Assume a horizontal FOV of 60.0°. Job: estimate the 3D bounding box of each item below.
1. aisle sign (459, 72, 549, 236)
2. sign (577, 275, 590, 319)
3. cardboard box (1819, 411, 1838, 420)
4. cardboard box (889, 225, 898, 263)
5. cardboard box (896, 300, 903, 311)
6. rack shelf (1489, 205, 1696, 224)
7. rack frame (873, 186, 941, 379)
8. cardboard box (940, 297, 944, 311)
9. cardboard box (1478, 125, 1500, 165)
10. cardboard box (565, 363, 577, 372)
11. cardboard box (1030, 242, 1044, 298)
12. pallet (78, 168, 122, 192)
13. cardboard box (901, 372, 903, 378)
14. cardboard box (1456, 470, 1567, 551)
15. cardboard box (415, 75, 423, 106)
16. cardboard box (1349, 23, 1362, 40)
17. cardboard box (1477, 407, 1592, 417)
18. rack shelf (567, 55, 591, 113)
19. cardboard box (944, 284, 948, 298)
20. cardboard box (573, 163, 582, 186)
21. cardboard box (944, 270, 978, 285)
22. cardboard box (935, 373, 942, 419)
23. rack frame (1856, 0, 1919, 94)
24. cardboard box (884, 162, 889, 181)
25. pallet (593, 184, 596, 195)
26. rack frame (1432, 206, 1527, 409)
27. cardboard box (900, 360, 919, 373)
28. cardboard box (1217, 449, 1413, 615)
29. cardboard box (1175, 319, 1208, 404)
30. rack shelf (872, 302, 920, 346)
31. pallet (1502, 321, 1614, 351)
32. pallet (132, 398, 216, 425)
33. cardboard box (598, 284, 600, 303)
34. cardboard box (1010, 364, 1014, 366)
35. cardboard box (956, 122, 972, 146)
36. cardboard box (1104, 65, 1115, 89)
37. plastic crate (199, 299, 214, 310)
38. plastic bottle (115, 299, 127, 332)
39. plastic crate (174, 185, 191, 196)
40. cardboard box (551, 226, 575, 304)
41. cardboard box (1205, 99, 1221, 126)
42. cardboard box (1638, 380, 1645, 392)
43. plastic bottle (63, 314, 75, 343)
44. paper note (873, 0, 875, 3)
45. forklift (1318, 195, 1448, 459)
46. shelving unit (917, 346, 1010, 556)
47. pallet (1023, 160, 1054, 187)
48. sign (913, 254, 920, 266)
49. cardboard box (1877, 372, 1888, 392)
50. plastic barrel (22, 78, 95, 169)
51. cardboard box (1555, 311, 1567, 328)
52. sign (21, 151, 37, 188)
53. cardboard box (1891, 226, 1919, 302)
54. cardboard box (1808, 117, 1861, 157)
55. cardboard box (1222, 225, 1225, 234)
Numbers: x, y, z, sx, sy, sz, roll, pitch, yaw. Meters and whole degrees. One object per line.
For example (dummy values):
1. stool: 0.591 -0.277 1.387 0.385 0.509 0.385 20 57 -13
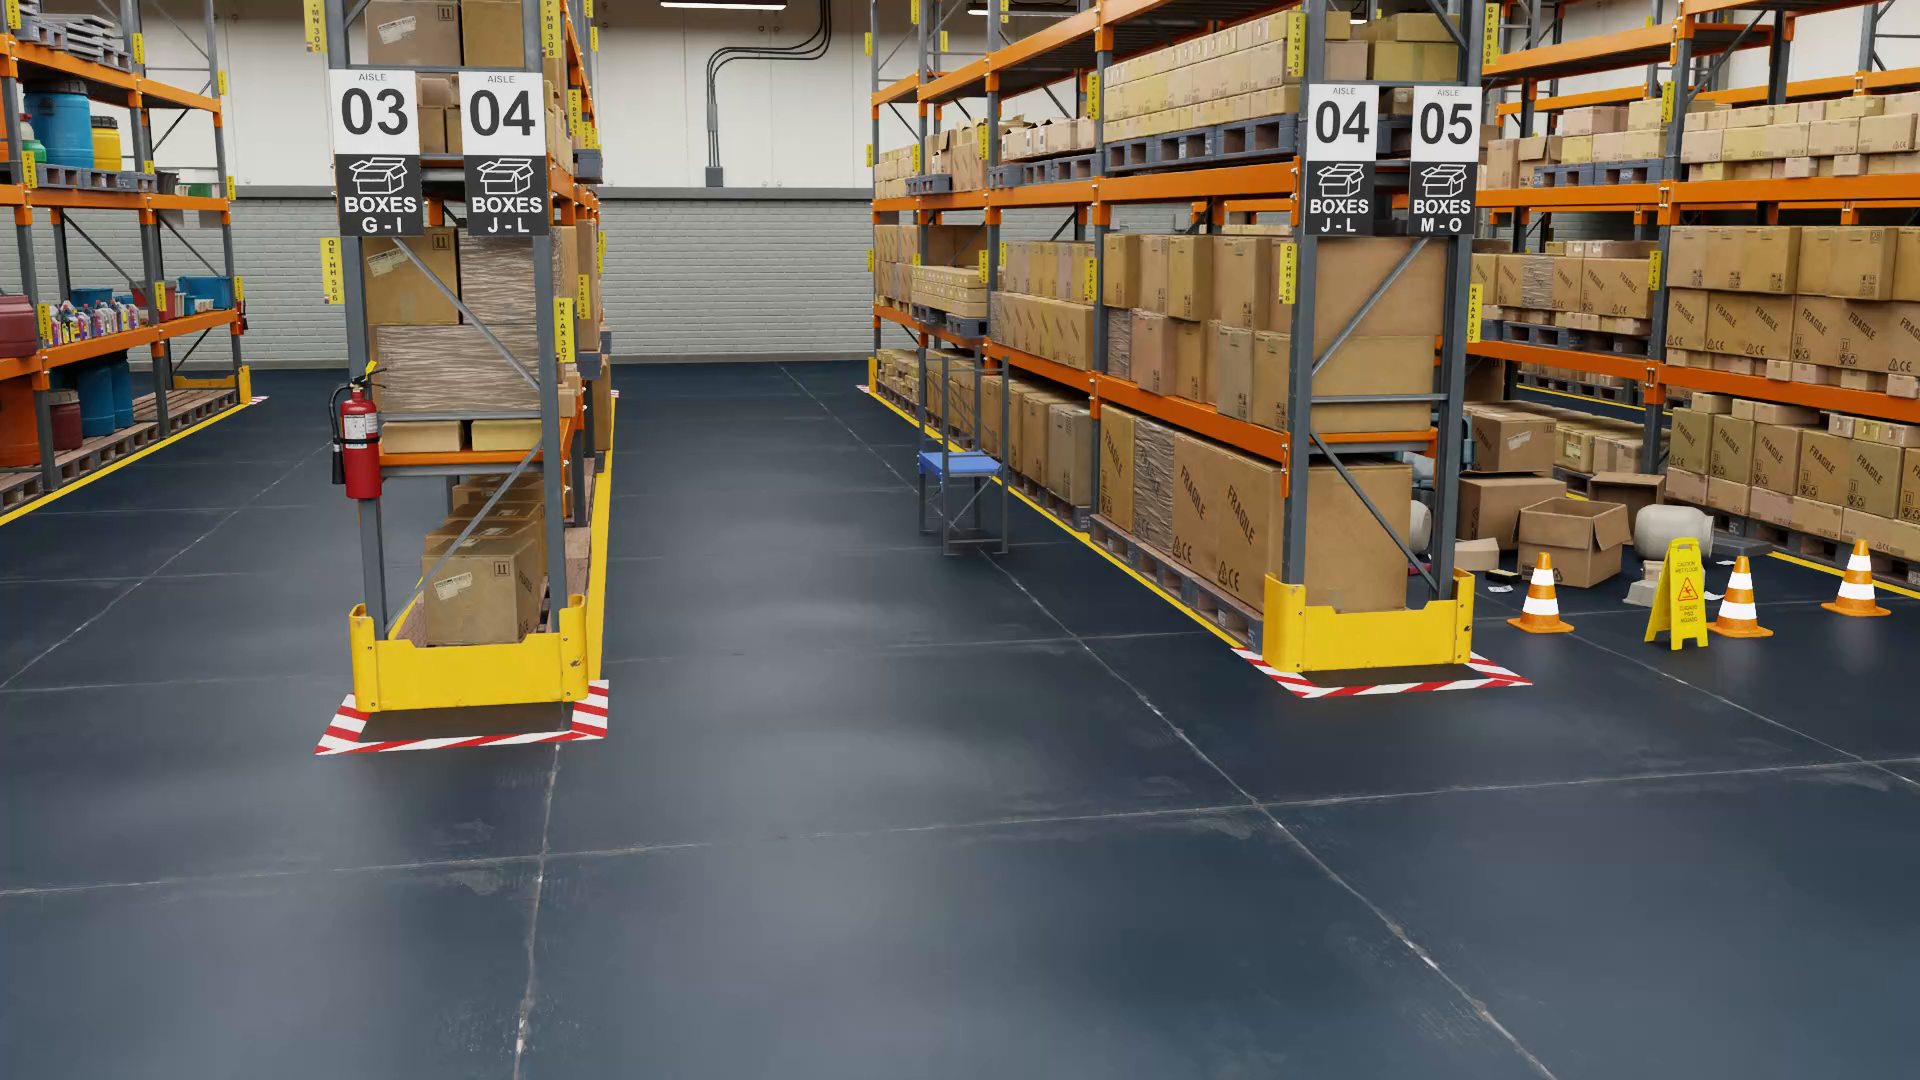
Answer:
1. aisle sign: -2.249 -1.902 8.213 0.394 0.787 0.004 -2 11 -11
2. sign: -2.802 -1.805 12.343 0.100 0.325 0.005 -2 11 -11
3. cardboard box: 6.867 -0.751 13.345 0.500 0.500 0.500 -2 11 -10
4. cardboard box: -0.669 -4.034 22.632 0.500 0.500 0.500 -2 11 -13
5. cardboard box: -0.664 -3.192 22.619 0.380 0.149 0.250 -2 11 -10
6. rack shelf: 9.311 -4.855 24.581 1.077 0.370 4.000 -2 11 -11
7. rack frame: -0.782 -3.721 24.726 1.000 3.000 0.127 -2 11 -11
8. cardboard box: -0.017 -2.646 18.626 0.380 0.149 0.250 -2 11 -9
9. cardboard box: 5.388 -4.247 18.066 0.797 0.503 0.637 -3 11 -15
10. cardboard box: -3.003 -1.207 12.185 0.380 0.149 0.250 -2 11 -11
11. cardboard box: 1.053 -2.525 15.499 0.700 0.500 0.500 -2 11 -12
12. pallet: -9.276 -3.679 16.984 1.003 0.211 1.213 -2 11 -11
13. cardboard box: -0.618 -2.330 23.119 0.380 0.149 0.250 -2 11 -8
14. cardboard box: 4.151 -0.227 12.681 0.797 0.637 0.503 -2 11 -11
15. cardboard box: -2.915 -2.260 8.363 0.380 0.149 0.250 -2 11 -11
16. cardboard box: 2.479 -2.950 9.799 0.380 0.149 0.250 -2 11 -12
17. cardboard box: 5.861 -1.129 17.011 0.950 0.372 0.625 -2 11 -12
18. rack shelf: -4.500 -4.856 17.638 1.077 0.370 4.000 -2 11 -11
19. cardboard box: 0.030 -2.746 18.354 0.380 0.149 0.250 -2 11 -11
20. cardboard box: -3.573 -3.231 14.530 0.500 0.250 0.500 -2 11 -9
21. cardboard box: 0.035 -2.890 18.316 0.380 0.149 0.250 -2 11 -11
22. cardboard box: -0.016 -1.724 19.794 0.500 0.500 0.500 -2 11 -8
23. rack frame: 10.478 -5.581 18.452 1.000 3.000 0.127 -2 11 -11
24. cardboard box: -0.763 -5.088 22.949 0.500 0.250 0.500 -2 11 -10
25. pallet: -5.272 -4.630 21.713 1.003 0.211 1.213 -2 11 -11
26. rack frame: 5.610 -2.453 18.061 1.000 3.000 0.127 -2 11 -11
27. cardboard box: -0.590 -2.329 22.322 0.380 0.149 0.250 -3 11 -14
28. cardboard box: 2.133 -0.071 10.109 0.875 0.875 0.875 -2 11 -11
29. cardboard box: 1.955 -1.230 11.236 0.875 0.550 0.500 -2 11 -11
30. rack shelf: -0.393 -3.001 22.866 1.077 0.370 4.000 -2 11 -11
31. pallet: 6.035 -1.997 16.179 1.003 0.211 1.213 -2 11 -11
32. pallet: -10.169 -1.634 21.215 1.003 0.211 1.213 -2 11 -11
33. cardboard box: -4.922 -3.180 21.489 0.500 0.250 0.500 -2 11 -10
34. cardboard box: 0.779 -1.829 18.341 0.500 0.250 0.500 -2 11 -12
35. cardboard box: 0.170 -4.453 18.232 0.396 0.266 0.258 -2 11 -11
36. cardboard box: 1.289 -3.439 12.367 0.380 0.149 0.250 -2 11 -10
37. plastic crate: -10.189 -3.136 22.198 0.396 0.136 0.243 -2 11 -11
38. plastic bottle: -9.248 -2.465 18.257 0.144 0.351 0.185 -2 11 -11
39. plastic crate: -9.880 -4.354 20.730 0.437 0.136 0.530 -2 11 -11
40. cardboard box: -2.781 -1.789 10.838 0.500 0.500 0.500 -2 11 -11
41. cardboard box: 1.735 -2.628 10.240 0.380 0.149 0.250 -2 11 -12
42. cardboard box: 9.573 -2.249 22.552 0.500 0.500 0.500 -2 11 -9
43. plastic bottle: -8.853 -2.099 16.517 0.061 0.283 0.133 -2 11 -11
44. paper note: -1.221 -7.647 23.606 0.001 0.032 0.123 -2 11 -11
45. forklift: 3.900 -1.855 15.103 1.130 2.935 3.031 -8 14 -37
46. shelving unit: 0.017 -0.721 12.974 0.538 1.500 1.048 -2 11 -11
47. pallet: 1.172 -3.314 15.067 1.003 0.211 1.213 -2 11 -8
48. sign: -0.535 -3.392 20.680 0.100 0.325 0.005 -2 11 -11
49. cardboard box: 6.704 -1.111 11.685 0.380 0.149 0.250 -2 11 -10
50. plastic barrel: -9.265 -4.265 17.093 0.600 0.901 0.708 -2 11 -11
51. cardboard box: 5.833 -2.074 15.619 0.380 0.149 0.250 -2 11 -11
52. sign: -8.431 -3.356 15.062 0.100 0.325 0.005 -2 11 -11
53. cardboard box: 6.761 -1.851 11.161 0.700 0.500 0.500 -2 11 -10
54. cardboard box: 6.499 -2.895 11.969 0.500 0.250 0.500 -2 11 -10
55. cardboard box: 3.979 -4.559 24.450 0.380 0.149 0.250 -2 11 -13
